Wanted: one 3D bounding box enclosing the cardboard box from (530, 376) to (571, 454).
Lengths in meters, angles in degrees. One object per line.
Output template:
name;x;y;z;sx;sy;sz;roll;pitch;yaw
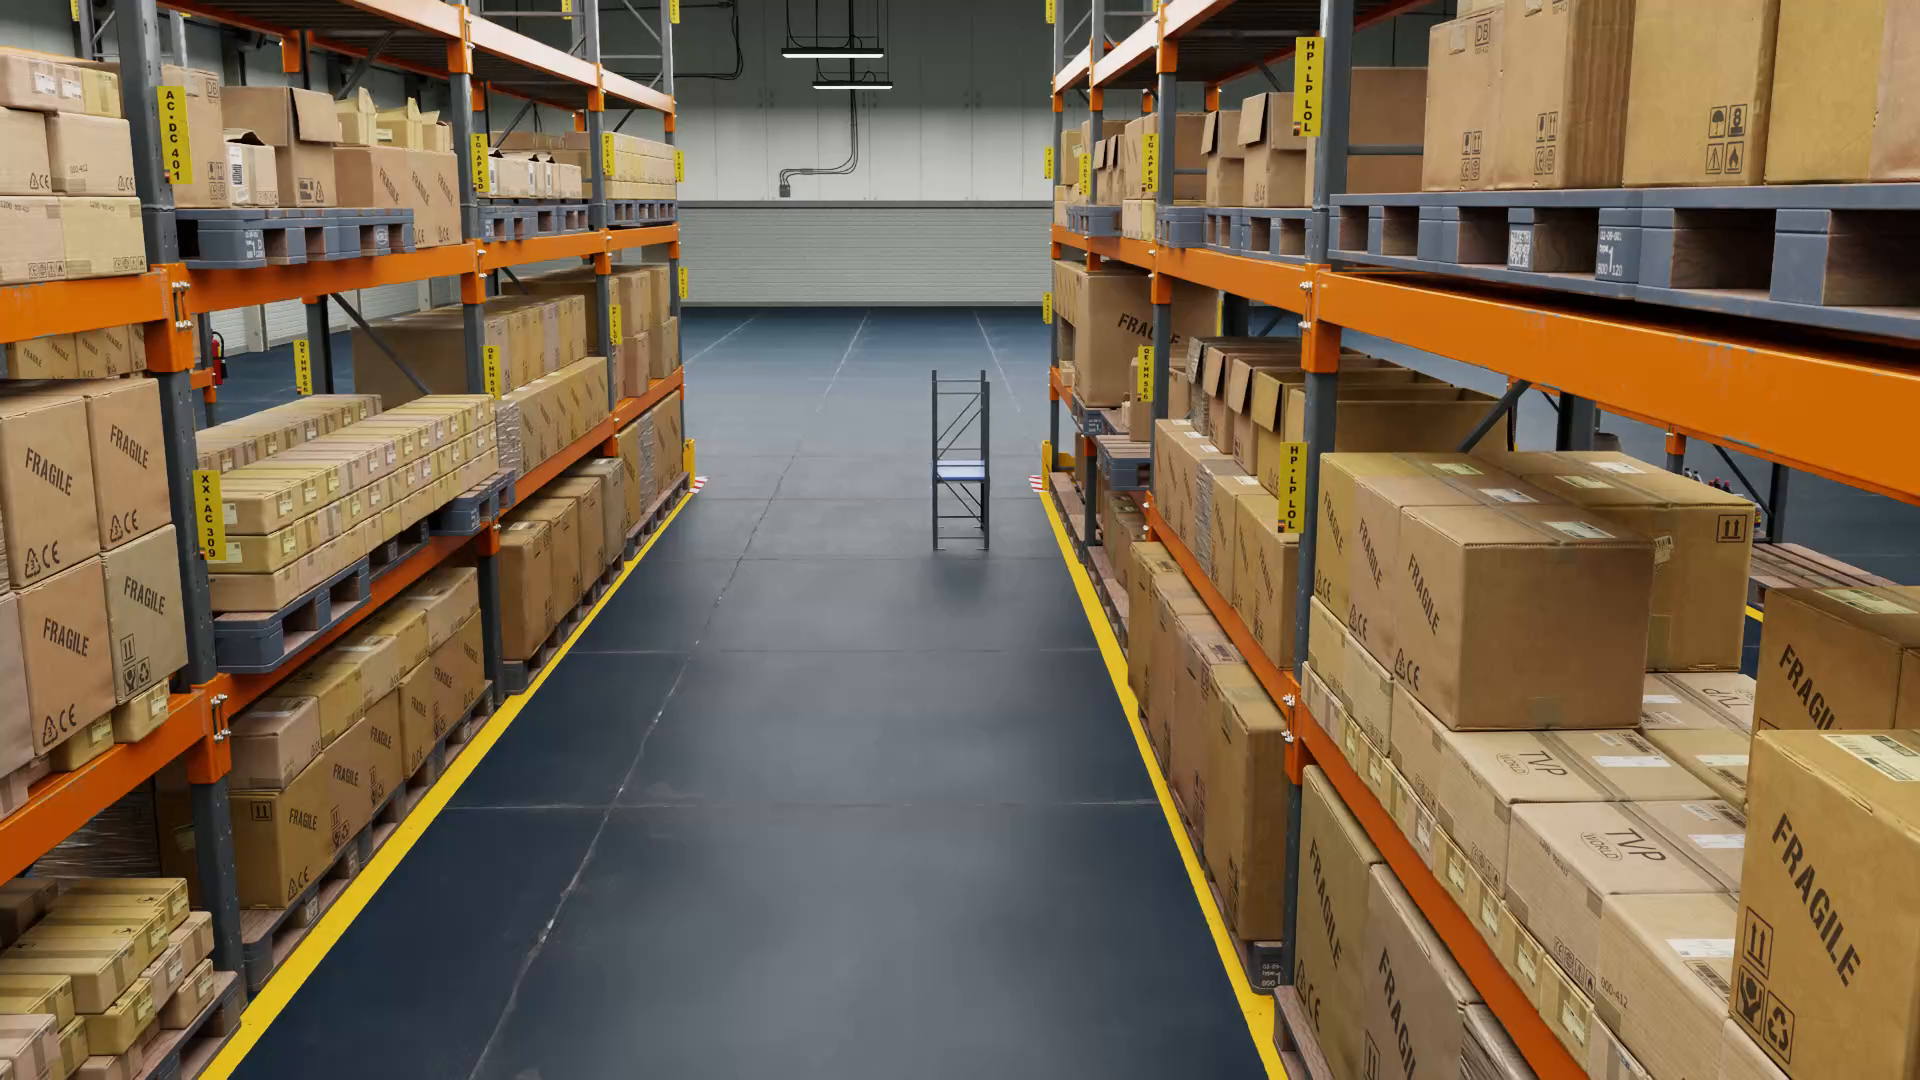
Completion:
cardboard box;-3.089;-0.895;11.865;0.500;0.500;0.500;0;11;-2

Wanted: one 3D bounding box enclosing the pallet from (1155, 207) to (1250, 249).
pallet;1.709;-1.705;9.041;1.213;0.211;1.003;0;11;1

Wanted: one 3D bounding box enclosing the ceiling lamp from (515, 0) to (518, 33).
ceiling lamp;-10.071;-12.857;41.312;2.000;3.185;0.800;0;11;-1

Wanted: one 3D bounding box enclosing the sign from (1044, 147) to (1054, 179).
sign;0.935;-3.942;17.393;0.100;0.325;0.005;0;11;-1

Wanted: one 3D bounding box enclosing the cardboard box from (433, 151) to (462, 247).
cardboard box;-3.053;-1.862;9.087;0.500;0.500;0.500;0;11;-1

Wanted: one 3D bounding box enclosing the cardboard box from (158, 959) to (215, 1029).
cardboard box;-2.887;1.608;5.894;0.380;0.149;0.250;0;11;0

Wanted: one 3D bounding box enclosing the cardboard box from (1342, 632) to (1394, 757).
cardboard box;1.478;0.461;5.064;0.500;0.250;0.500;0;11;-1

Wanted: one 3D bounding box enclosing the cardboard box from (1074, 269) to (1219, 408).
cardboard box;1.436;-1.592;12.987;1.000;1.000;1.000;0;11;-1

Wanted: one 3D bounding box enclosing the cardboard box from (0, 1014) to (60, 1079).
cardboard box;-2.886;1.515;4.857;0.380;0.149;0.250;-1;11;-4

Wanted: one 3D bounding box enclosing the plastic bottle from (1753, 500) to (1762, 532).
plastic bottle;6.944;-0.215;14.519;0.097;0.271;0.097;0;11;0

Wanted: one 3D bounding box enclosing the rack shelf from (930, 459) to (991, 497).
rack shelf;-0.002;-0.576;15.220;0.538;0.185;1.000;0;11;-1

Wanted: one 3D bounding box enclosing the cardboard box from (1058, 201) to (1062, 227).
cardboard box;1.246;-3.243;16.523;0.500;0.250;0.500;0;11;-2

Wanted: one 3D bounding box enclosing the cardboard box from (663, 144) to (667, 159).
cardboard box;-3.129;-3.872;16.565;0.380;0.149;0.250;0;11;0

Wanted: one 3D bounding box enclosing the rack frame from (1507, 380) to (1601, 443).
rack frame;6.429;-2.066;17.890;1.000;3.000;0.127;0;11;-1

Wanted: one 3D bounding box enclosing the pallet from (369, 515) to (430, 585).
pallet;-3.237;0.032;8.030;1.003;0.211;1.213;0;11;-1

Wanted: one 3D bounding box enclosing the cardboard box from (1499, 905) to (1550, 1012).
cardboard box;1.443;0.934;3.734;0.380;0.149;0.250;0;11;-1

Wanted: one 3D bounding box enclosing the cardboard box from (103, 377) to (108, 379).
cardboard box;-8.051;-1.405;15.263;0.380;0.149;0.250;0;11;-1

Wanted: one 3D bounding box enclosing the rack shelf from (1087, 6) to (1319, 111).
rack shelf;1.601;-3.245;11.425;1.077;0.370;4.000;0;11;-1

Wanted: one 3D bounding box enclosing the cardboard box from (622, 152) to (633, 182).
cardboard box;-3.143;-3.246;14.483;0.500;0.250;0.500;0;11;-2

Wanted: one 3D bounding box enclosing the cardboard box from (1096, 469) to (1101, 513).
cardboard box;1.481;-0.548;15.637;0.500;0.500;0.500;-1;12;-6

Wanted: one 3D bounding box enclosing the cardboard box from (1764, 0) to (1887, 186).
cardboard box;1.852;-0.855;2.814;0.700;0.500;0.500;-1;11;-3

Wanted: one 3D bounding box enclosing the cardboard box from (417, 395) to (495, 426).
cardboard box;-2.850;-0.734;9.402;0.380;0.149;0.250;-1;11;-3

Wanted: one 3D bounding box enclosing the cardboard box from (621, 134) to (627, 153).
cardboard box;-3.080;-3.418;14.326;0.380;0.149;0.250;0;11;-2

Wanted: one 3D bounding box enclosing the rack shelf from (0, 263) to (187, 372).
rack shelf;-3.194;-0.380;3.844;1.077;0.370;4.000;0;11;-1

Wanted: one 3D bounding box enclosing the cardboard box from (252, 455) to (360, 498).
cardboard box;-2.801;-0.270;7.118;0.380;0.149;0.250;0;11;-2

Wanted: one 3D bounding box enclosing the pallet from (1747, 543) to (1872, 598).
pallet;6.567;0.252;13.479;1.003;0.211;1.213;0;11;-1

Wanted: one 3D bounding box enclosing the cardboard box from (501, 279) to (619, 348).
cardboard box;-3.374;-1.926;14.108;0.875;0.550;0.550;0;11;-1

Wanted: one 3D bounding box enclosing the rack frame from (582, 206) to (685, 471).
rack frame;-3.484;-2.045;17.788;1.000;3.000;0.127;0;11;-1

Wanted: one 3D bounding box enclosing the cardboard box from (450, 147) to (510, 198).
cardboard box;-3.113;-2.281;10.322;0.500;0.311;0.500;0;11;-1

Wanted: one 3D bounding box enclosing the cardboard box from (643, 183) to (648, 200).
cardboard box;-3.100;-3.228;15.398;0.380;0.149;0.250;0;11;0

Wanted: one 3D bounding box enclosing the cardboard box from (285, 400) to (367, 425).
cardboard box;-3.494;-0.683;9.153;0.380;0.149;0.250;-1;11;-3

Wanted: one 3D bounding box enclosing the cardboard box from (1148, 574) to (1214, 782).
cardboard box;1.647;0.695;8.570;1.225;0.875;0.875;0;11;-1

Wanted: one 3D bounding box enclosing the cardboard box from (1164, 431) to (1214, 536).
cardboard box;1.394;-0.304;8.954;0.500;0.500;0.500;-1;11;-3

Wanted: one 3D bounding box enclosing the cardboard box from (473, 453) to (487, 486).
cardboard box;-2.845;-0.392;9.215;0.380;0.149;0.250;0;11;-1

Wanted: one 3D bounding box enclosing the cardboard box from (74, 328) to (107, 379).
cardboard box;-8.109;-1.693;15.050;0.500;0.500;0.500;0;11;-2

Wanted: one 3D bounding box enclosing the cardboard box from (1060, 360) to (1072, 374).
cardboard box;1.221;-1.765;17.040;0.380;0.149;0.250;0;11;-1

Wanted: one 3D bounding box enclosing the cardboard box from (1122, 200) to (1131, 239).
cardboard box;1.356;-2.144;11.106;0.500;0.250;0.500;0;11;0

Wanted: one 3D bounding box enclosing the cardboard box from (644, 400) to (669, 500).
cardboard box;-3.383;-0.901;16.432;0.875;0.875;0.875;0;11;-2

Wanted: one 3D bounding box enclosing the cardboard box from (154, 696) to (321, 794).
cardboard box;-2.987;0.844;6.892;0.500;0.250;0.500;-1;11;-4

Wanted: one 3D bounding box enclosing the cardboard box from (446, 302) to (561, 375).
cardboard box;-3.362;-1.488;12.274;0.700;0.500;0.500;0;11;-1

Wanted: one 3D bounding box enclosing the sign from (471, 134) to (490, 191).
sign;-2.776;-2.180;9.609;0.100;0.325;0.005;0;11;-1

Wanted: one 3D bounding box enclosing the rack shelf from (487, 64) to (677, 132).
rack shelf;-3.442;-4.039;15.343;1.077;0.370;4.000;0;11;-1

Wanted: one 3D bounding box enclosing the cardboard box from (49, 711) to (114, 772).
cardboard box;-2.936;0.623;5.267;0.380;0.149;0.250;0;11;1

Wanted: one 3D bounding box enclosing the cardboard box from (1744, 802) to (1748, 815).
cardboard box;2.044;0.763;3.575;0.500;0.250;0.500;-1;11;-3

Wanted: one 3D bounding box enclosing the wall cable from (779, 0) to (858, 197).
wall cable;-4.147;-13.039;48.334;2.305;6.003;0.169;0;11;-1

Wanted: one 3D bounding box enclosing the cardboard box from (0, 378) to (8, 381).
cardboard box;-3.470;-0.254;5.444;0.500;0.500;0.500;0;11;0

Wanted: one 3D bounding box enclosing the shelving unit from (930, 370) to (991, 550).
shelving unit;-0.002;-0.752;15.184;0.538;1.500;1.048;0;11;-1

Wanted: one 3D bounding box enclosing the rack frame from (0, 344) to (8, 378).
rack frame;-8.348;-1.210;13.669;1.000;3.000;0.127;0;11;-1

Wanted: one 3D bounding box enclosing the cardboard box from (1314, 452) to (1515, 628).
cardboard box;1.480;-0.004;5.468;0.500;0.500;0.500;0;11;-1

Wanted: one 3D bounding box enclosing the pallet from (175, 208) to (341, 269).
pallet;-3.142;-1.161;6.357;1.213;0.211;1.003;0;11;-1

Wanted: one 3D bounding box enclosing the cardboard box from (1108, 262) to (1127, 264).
cardboard box;1.752;-2.523;16.627;0.500;0.500;0.500;0;11;-1

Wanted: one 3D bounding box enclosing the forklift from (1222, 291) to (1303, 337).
forklift;3.041;-1.576;15.646;1.130;2.935;3.031;0;11;1

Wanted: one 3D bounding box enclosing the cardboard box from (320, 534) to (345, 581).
cardboard box;-2.797;0.072;6.925;0.380;0.149;0.250;0;11;-1

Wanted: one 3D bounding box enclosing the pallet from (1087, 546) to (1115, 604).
pallet;1.577;0.271;13.384;1.003;0.211;1.213;0;11;-1

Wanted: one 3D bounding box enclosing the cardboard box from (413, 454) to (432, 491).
cardboard box;-2.824;-0.331;8.164;0.380;0.149;0.250;0;11;0

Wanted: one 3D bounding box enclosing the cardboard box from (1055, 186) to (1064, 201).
cardboard box;1.160;-3.530;16.936;0.380;0.149;0.250;0;11;0
